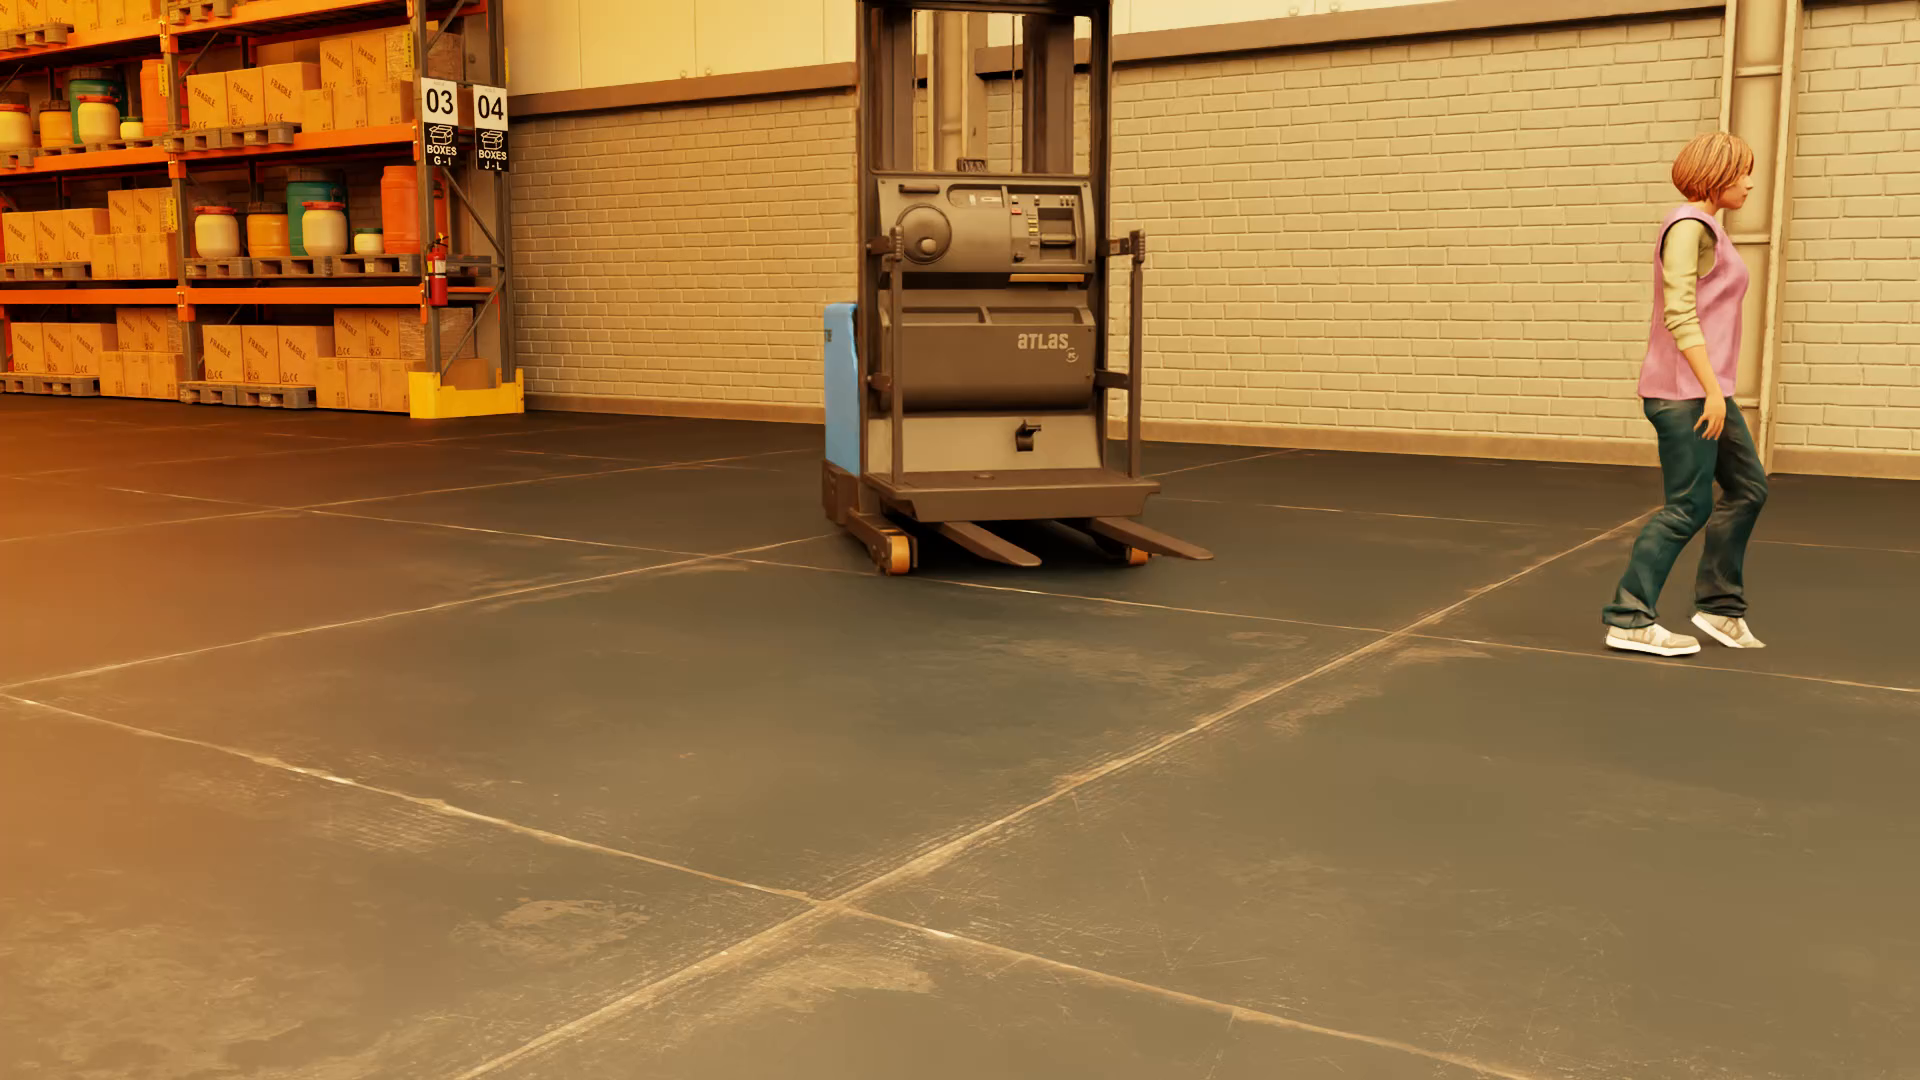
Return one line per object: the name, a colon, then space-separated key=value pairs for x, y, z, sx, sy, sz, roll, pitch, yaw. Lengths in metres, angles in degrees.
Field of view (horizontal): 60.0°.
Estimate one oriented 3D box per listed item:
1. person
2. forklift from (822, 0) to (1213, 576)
person: x=2.250 y=-0.407 z=5.057 sx=0.478 sy=1.628 sz=0.510 roll=4 pitch=9 yaw=26
forklift: x=0.167 y=-1.366 z=6.802 sx=1.130 sy=2.935 sz=3.031 roll=-2 pitch=8 yaw=-14
